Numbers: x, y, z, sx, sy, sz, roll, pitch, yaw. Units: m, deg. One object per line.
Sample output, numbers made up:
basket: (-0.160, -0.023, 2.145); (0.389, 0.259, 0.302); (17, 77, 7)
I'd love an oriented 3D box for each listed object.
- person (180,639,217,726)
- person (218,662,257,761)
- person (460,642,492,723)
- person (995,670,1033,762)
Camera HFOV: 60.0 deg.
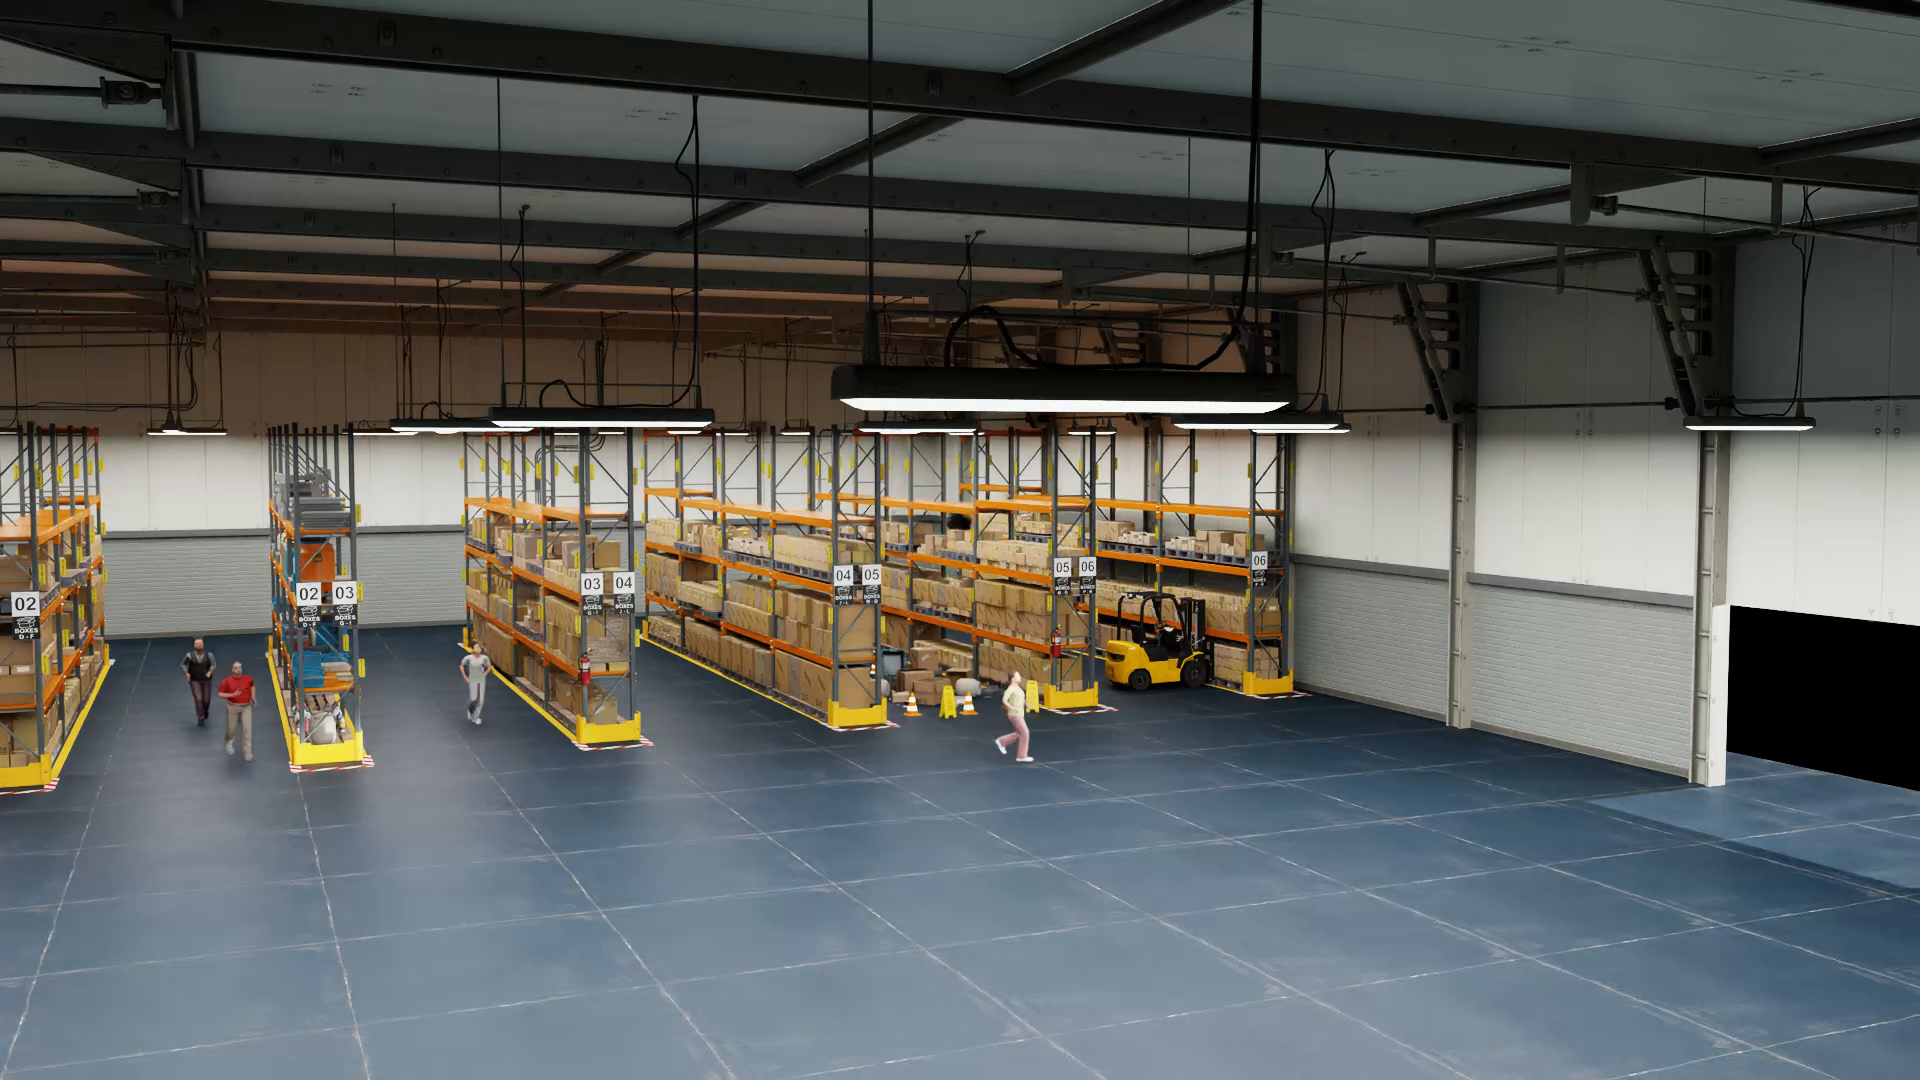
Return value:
person: (-15.259, 2.836, 33.362); (0.670, 1.711, 0.751); (-2, 4, -30)
person: (-12.862, 3.028, 29.643); (0.663, 1.714, 0.987); (-3, 4, -36)
person: (-9.681, 2.865, 33.341); (0.609, 1.638, 0.527); (-2, 4, -27)
person: (0.950, 3.106, 29.462); (0.724, 1.625, 0.584); (1, 4, 18)
